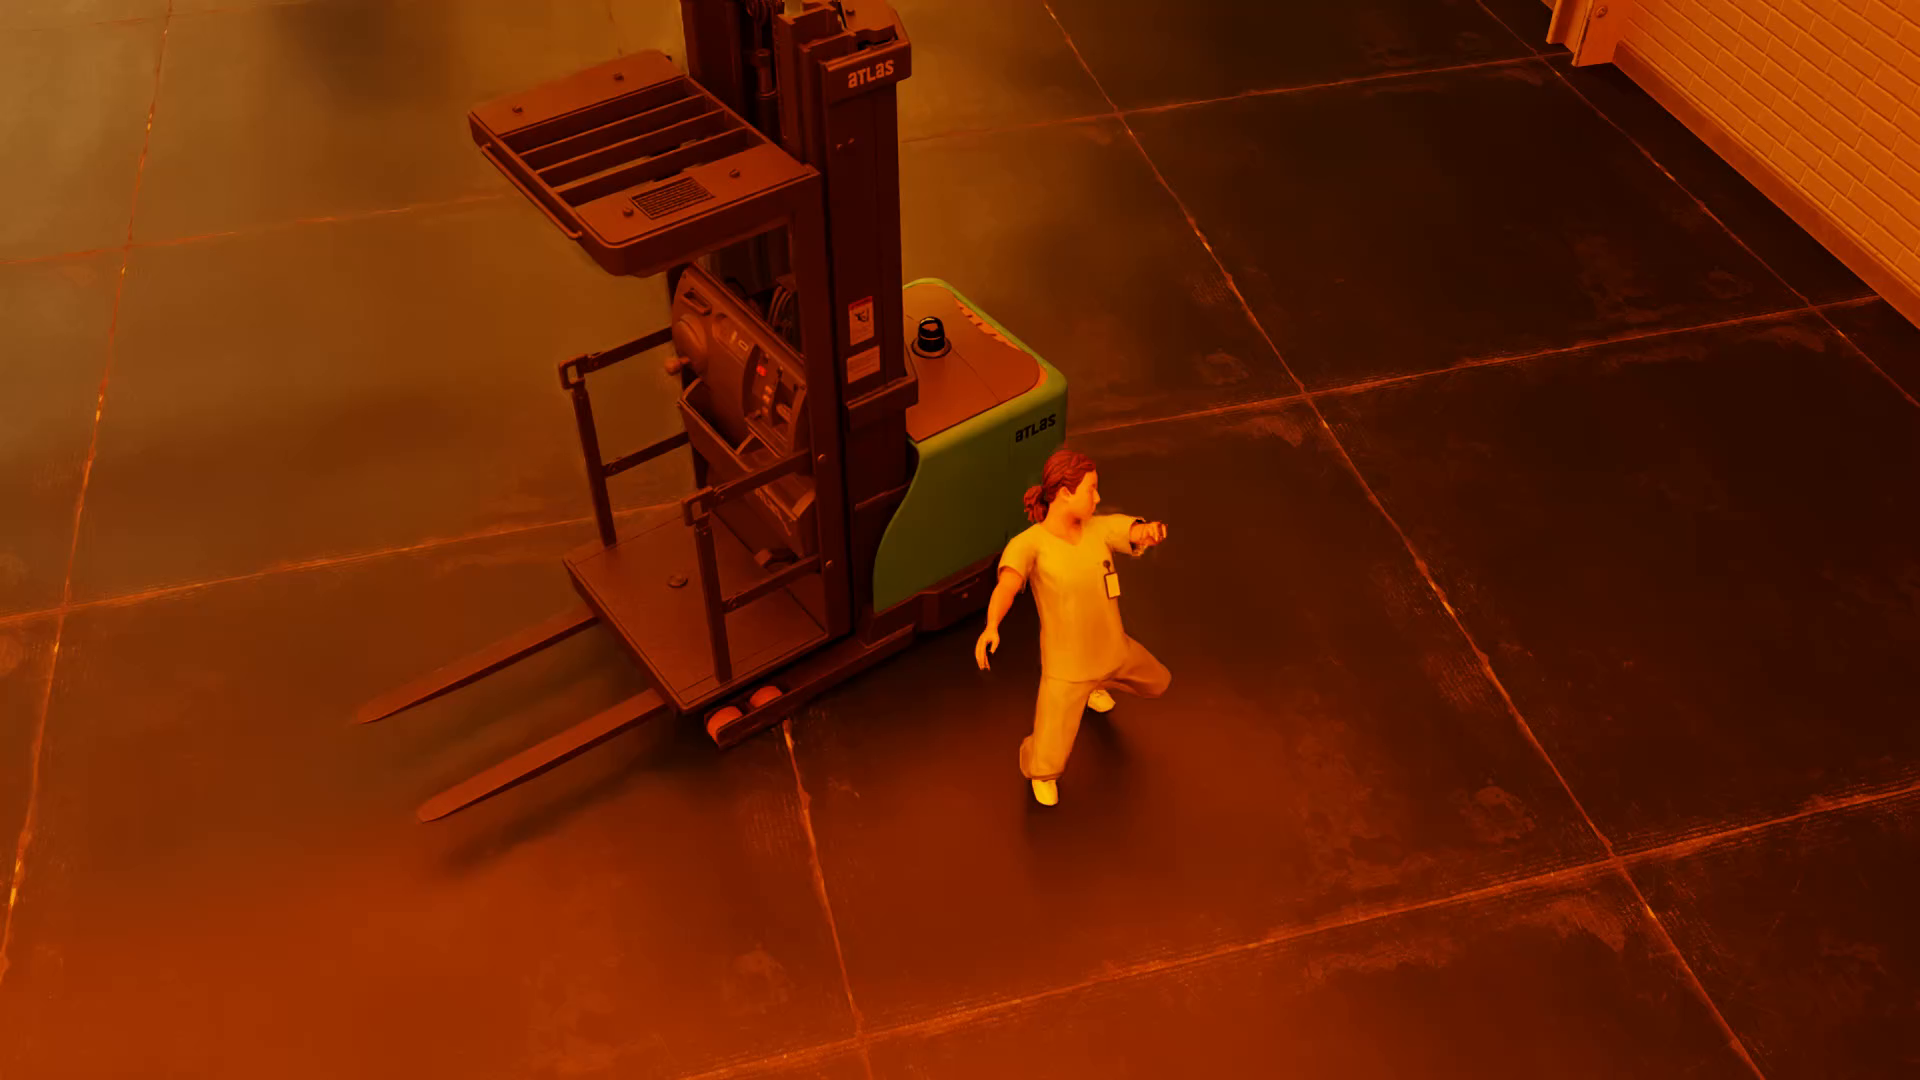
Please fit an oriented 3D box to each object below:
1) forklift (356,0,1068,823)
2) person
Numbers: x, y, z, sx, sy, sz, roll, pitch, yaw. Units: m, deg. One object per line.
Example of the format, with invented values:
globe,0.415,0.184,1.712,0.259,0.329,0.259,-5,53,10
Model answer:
forklift,-1.022,-0.628,6.309,3.031,2.935,1.130,-27,50,-25
person,0.343,0.418,6.245,0.987,1.486,0.669,-29,51,-27
